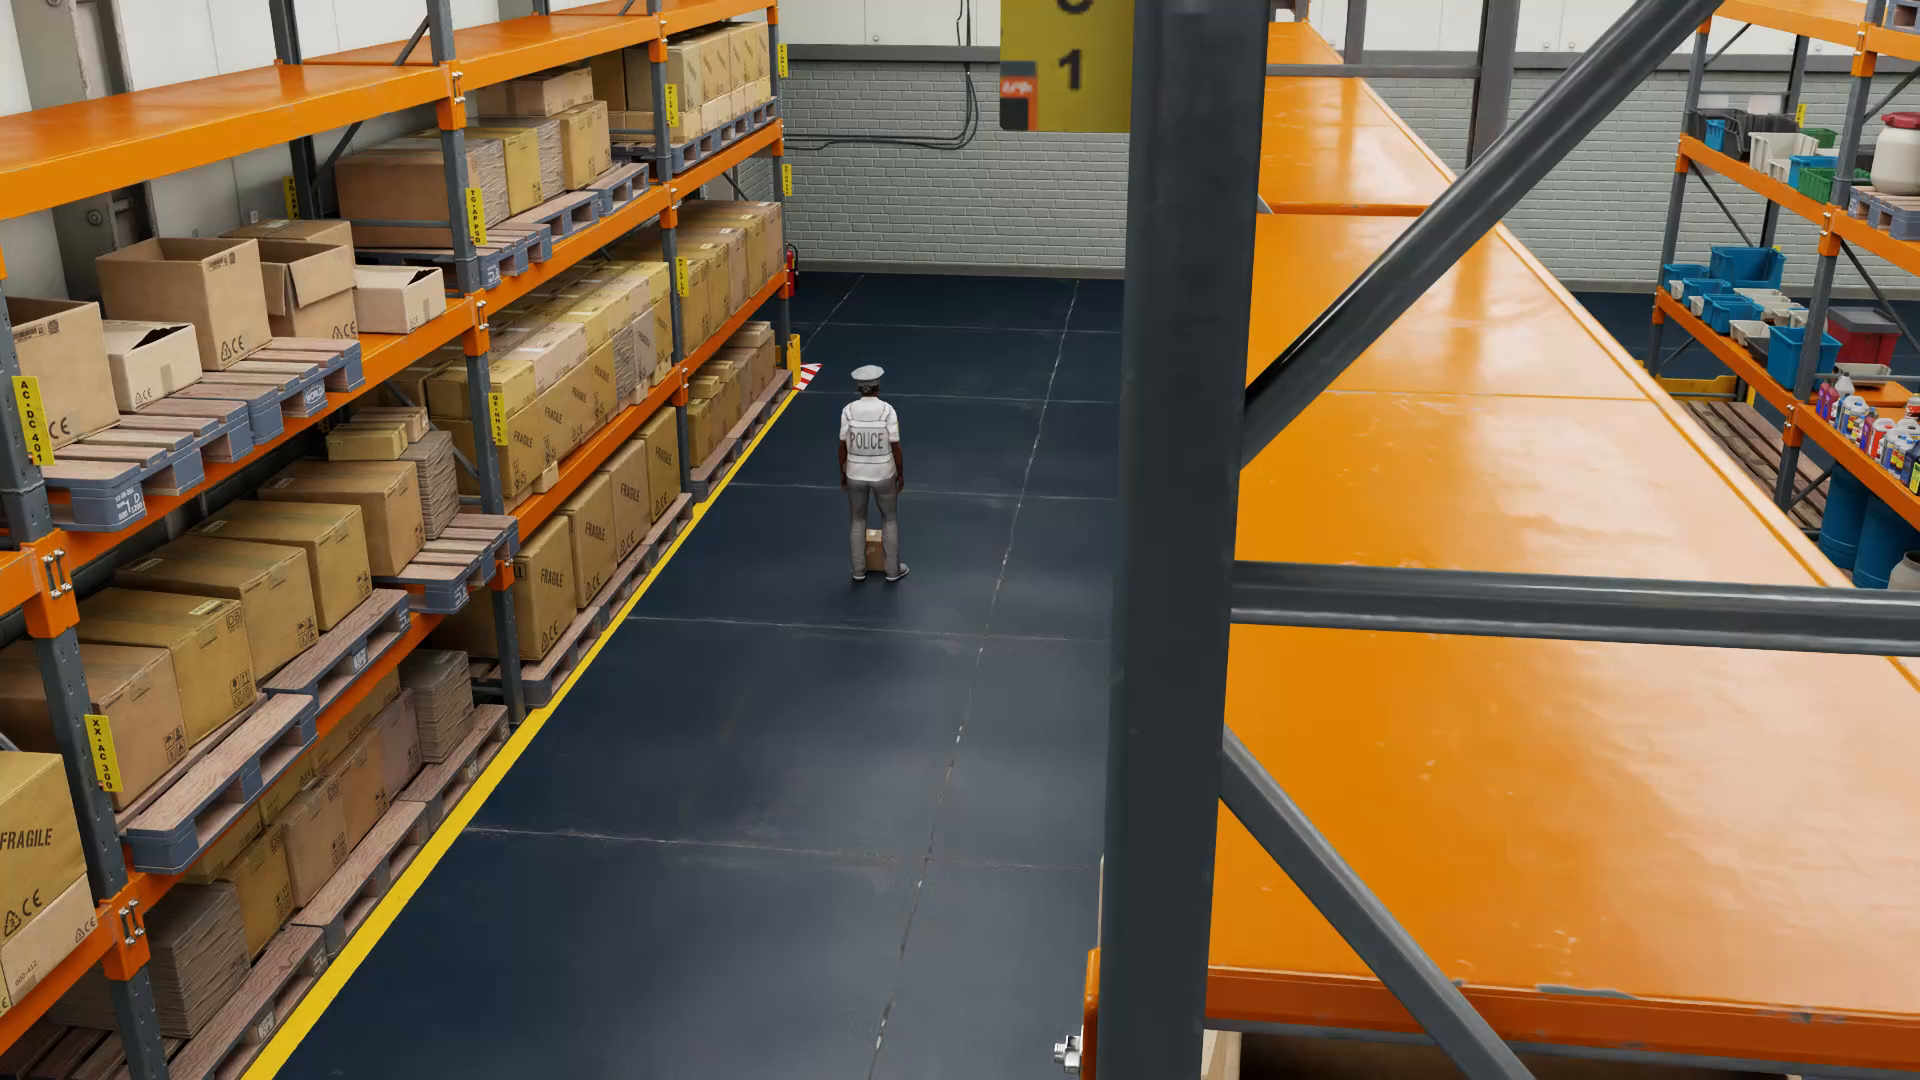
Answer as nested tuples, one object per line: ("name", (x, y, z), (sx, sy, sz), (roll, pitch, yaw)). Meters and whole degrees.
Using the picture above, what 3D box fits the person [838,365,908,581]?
("person", (-0.670, -0.490, 12.738), (0.509, 1.658, 0.395), (2, 21, 6))
